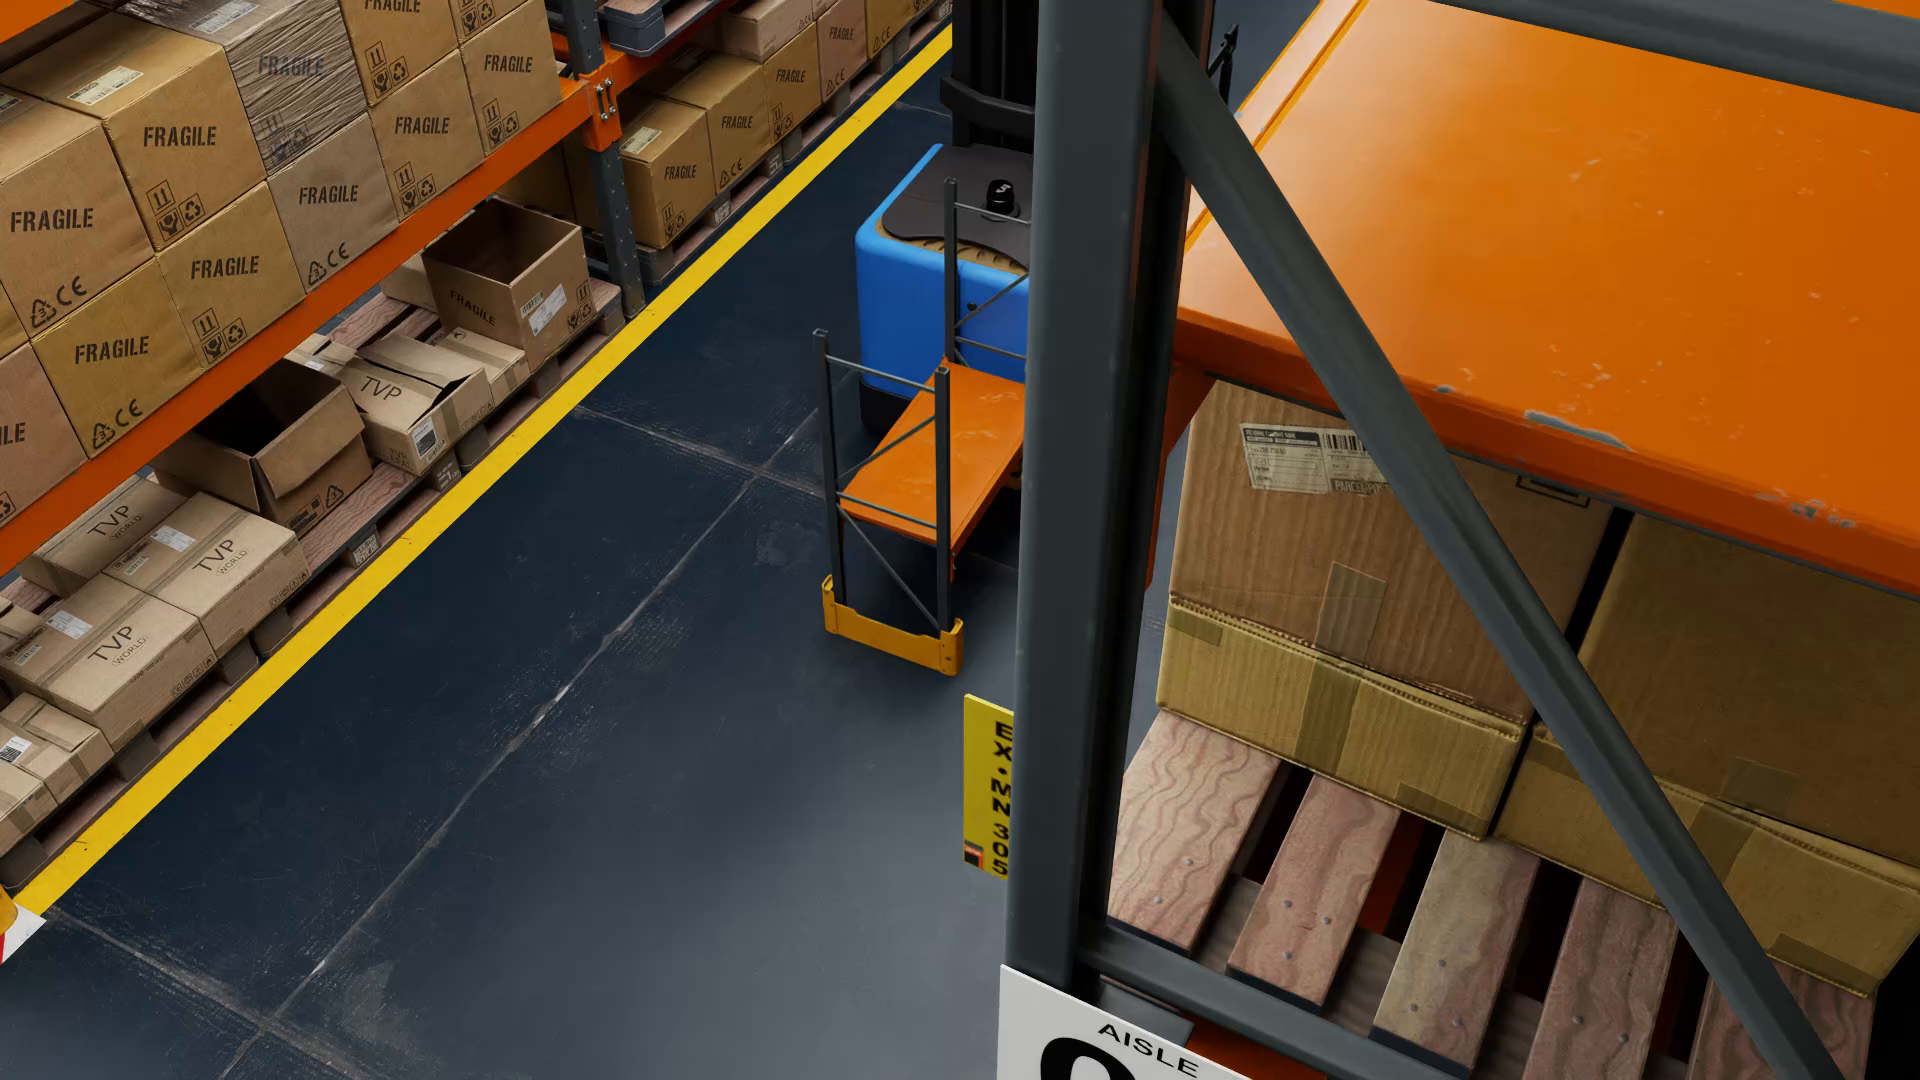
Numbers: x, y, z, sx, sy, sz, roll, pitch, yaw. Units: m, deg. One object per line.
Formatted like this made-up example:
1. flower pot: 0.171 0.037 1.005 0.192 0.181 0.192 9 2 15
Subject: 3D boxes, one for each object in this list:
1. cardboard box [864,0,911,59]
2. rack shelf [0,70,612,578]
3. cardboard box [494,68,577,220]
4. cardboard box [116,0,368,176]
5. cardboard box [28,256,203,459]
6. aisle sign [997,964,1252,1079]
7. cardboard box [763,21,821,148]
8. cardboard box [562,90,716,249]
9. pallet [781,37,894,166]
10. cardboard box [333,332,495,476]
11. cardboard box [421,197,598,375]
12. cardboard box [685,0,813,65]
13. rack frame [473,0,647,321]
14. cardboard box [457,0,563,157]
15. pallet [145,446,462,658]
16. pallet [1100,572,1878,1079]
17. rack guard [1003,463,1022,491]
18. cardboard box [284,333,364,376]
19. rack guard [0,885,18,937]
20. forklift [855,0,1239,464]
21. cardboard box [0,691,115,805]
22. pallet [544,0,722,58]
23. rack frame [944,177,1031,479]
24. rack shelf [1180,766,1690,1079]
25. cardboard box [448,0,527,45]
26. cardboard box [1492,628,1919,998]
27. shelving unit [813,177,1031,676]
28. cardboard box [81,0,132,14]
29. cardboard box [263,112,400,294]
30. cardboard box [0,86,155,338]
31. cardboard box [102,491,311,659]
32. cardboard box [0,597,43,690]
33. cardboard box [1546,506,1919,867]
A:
1. cardboard box: -0.618 -3.128 9.461 0.500 0.500 0.500 19 48 18
2. rack shelf: -2.937 -0.812 6.230 1.077 0.370 4.000 20 49 19
3. cardboard box: -2.033 -2.007 8.352 0.500 0.500 0.500 20 49 19
4. cardboard box: -2.484 -1.667 5.795 0.500 0.500 0.500 21 49 19
5. cardboard box: -2.956 -0.675 5.518 0.500 0.500 0.500 20 49 19
6. aisle sign: 0.225 0.860 2.243 0.394 0.787 0.004 20 49 19
7. cardboard box: -1.092 -2.477 8.818 0.500 0.500 0.500 21 49 20
8. cardboard box: -1.568 -1.825 8.173 0.500 0.500 0.500 18 48 17
9. pallet: -1.099 -2.641 9.492 1.003 0.211 1.213 20 49 19
10. cardboard box: -2.370 -0.610 7.105 0.500 0.311 0.500 20 49 19
11. cardboard box: -2.022 -1.149 7.504 0.500 0.500 0.500 20 49 19
12. cardboard box: -1.104 -2.719 8.529 0.500 0.250 0.500 21 49 19
13. rack frame: -2.009 -2.325 7.219 1.000 3.000 0.127 20 49 19
14. cardboard box: -2.013 -1.961 6.788 0.500 0.500 0.500 21 49 20
15. pallet: -2.893 -0.141 7.021 1.003 0.211 1.213 20 49 19
16. pallet: 0.859 0.334 2.544 1.003 0.211 1.213 20 49 19
17. rack guard: 0.162 -0.305 7.156 0.587 0.250 0.087 19 48 18
18. cardboard box: -2.788 -0.743 7.338 0.380 0.166 0.250 20 49 19
19. rack guard: -3.830 1.026 5.665 1.175 0.500 0.348 20 49 19
20. forklift: 0.643 -2.317 7.259 1.130 2.935 3.031 19 48 18
21. cardboard box: -3.251 0.728 5.884 0.380 0.166 0.250 20 49 19
22. pallet: -1.541 -2.725 7.749 1.003 0.211 1.213 20 49 19
23. rack frame: 0.171 -0.757 6.723 0.500 1.500 0.032 19 48 18
24. rack shelf: 1.452 -0.234 3.549 1.077 0.370 4.000 20 49 19
25. cardboard box: -2.014 -2.308 6.428 0.500 0.500 0.500 21 49 19
26. cardboard box: 1.080 0.265 2.290 0.500 0.250 0.500 23 50 21
27. shelving unit: -0.051 -0.424 6.395 0.587 1.500 1.083 19 48 18
28. cardboard box: -2.955 -1.859 5.985 0.500 0.500 0.500 19 48 18
29. cardboard box: -2.488 -1.311 6.146 0.500 0.500 0.500 22 49 20
30. cardboard box: -2.953 -1.030 5.165 0.500 0.500 0.500 21 49 20
31. cardboard box: -2.898 0.128 6.419 0.500 0.250 0.500 20 49 19
32. cardboard box: -3.563 0.387 6.221 0.380 0.166 0.250 20 49 19
33. cardboard box: 1.077 0.000 2.025 0.500 0.500 0.500 19 48 18
